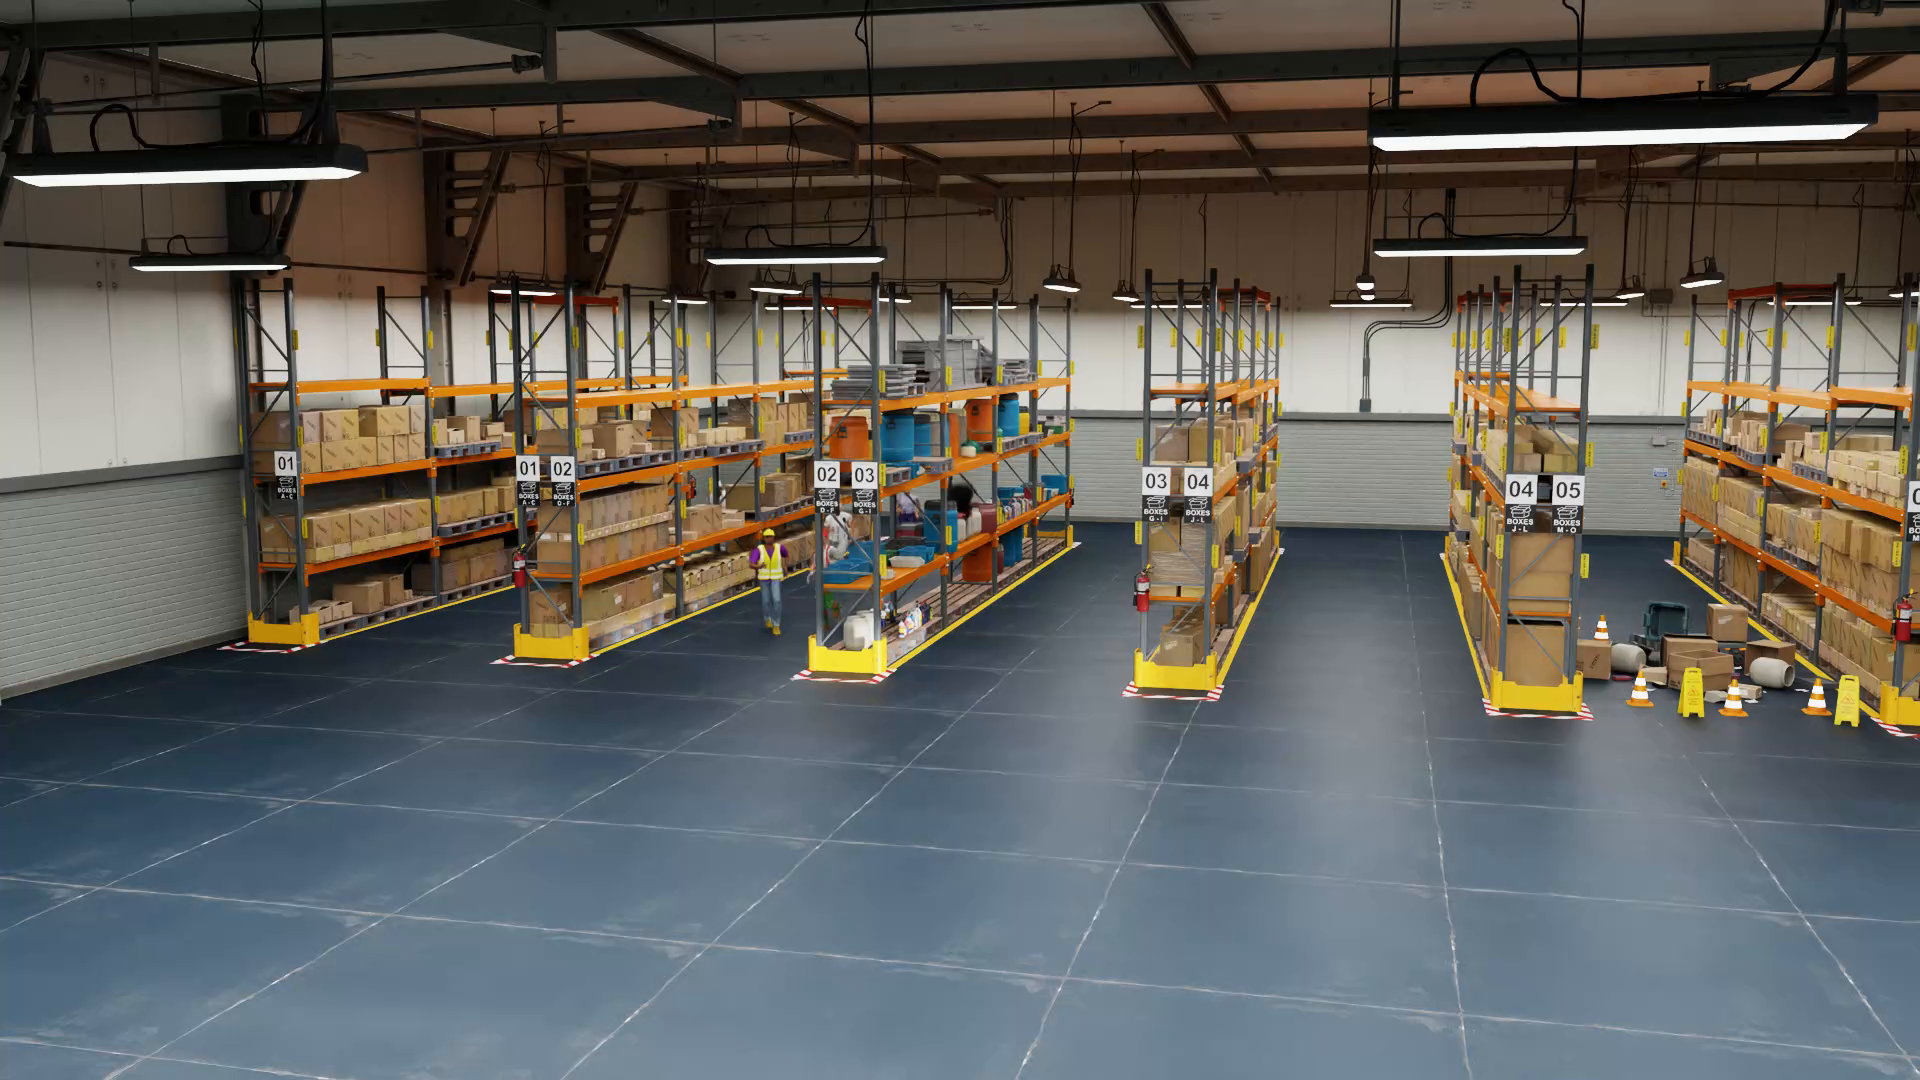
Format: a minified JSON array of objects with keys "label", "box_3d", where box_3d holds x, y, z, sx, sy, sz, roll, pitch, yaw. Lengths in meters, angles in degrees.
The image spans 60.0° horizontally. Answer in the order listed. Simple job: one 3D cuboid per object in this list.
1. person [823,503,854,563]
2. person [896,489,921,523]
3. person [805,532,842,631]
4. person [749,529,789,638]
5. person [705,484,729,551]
[{"label":"person","box_3d":[-2.531,0.045,34.581,0.628,1.686,0.977,0,7,2]},{"label":"person","box_3d":[-1.256,-0.510,39.351,0.591,1.598,0.585,1,7,6]},{"label":"person","box_3d":[-2.325,0.706,28.735,0.682,1.752,0.670,4,8,29]},{"label":"person","box_3d":[-3.261,0.706,28.443,0.686,1.808,0.881,-1,7,-6]},{"label":"person","box_3d":[-5.691,-0.545,39.344,0.673,1.700,0.748,1,7,12]}]
